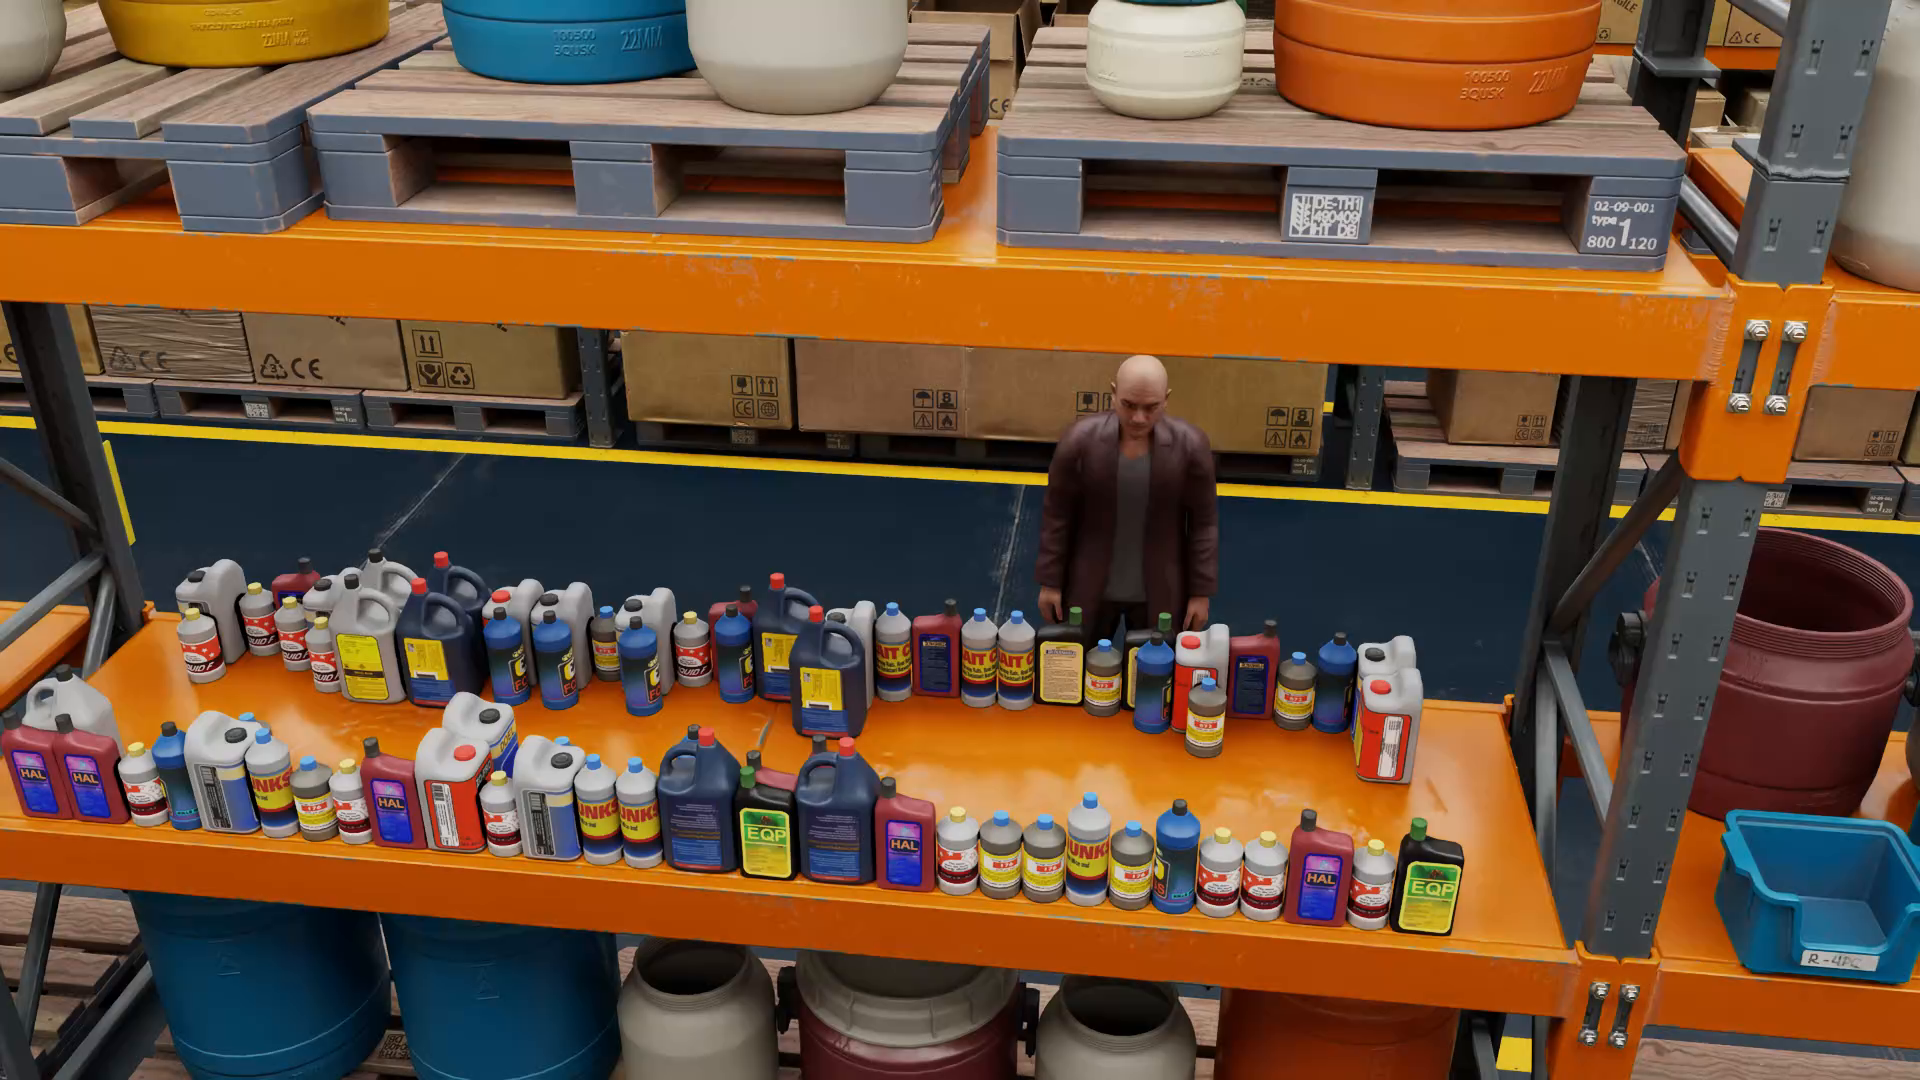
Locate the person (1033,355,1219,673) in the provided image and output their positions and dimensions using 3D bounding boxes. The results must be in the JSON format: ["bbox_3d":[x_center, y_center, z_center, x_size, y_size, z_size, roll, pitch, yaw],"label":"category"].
[{"bbox_3d":[0.577,0.171,5.815,0.643,1.774,0.423,3,28,7],"label":"person"}]
